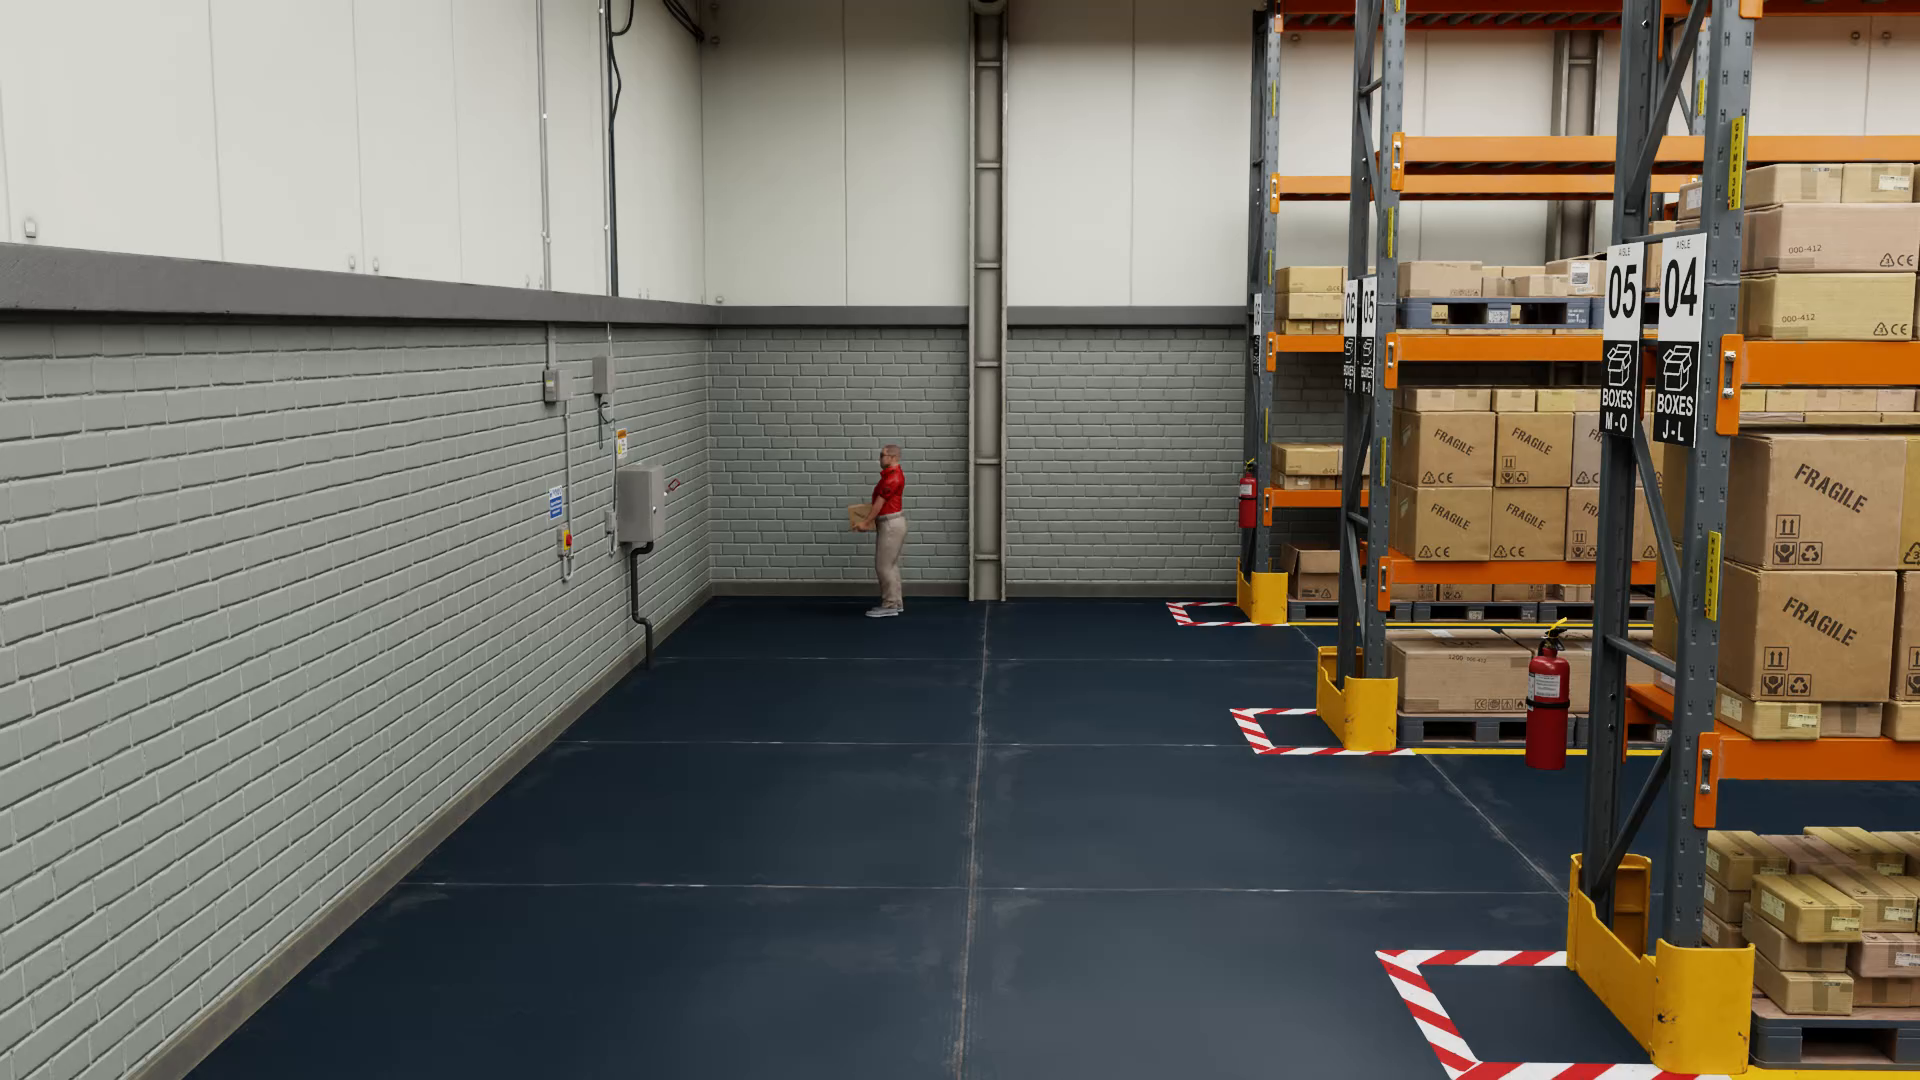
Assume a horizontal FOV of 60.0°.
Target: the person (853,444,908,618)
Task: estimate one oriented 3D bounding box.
[{"bbox_3d":[-0.794,-0.093,16.619,0.543,1.725,0.490,0,7,1],"label":"person"}]
